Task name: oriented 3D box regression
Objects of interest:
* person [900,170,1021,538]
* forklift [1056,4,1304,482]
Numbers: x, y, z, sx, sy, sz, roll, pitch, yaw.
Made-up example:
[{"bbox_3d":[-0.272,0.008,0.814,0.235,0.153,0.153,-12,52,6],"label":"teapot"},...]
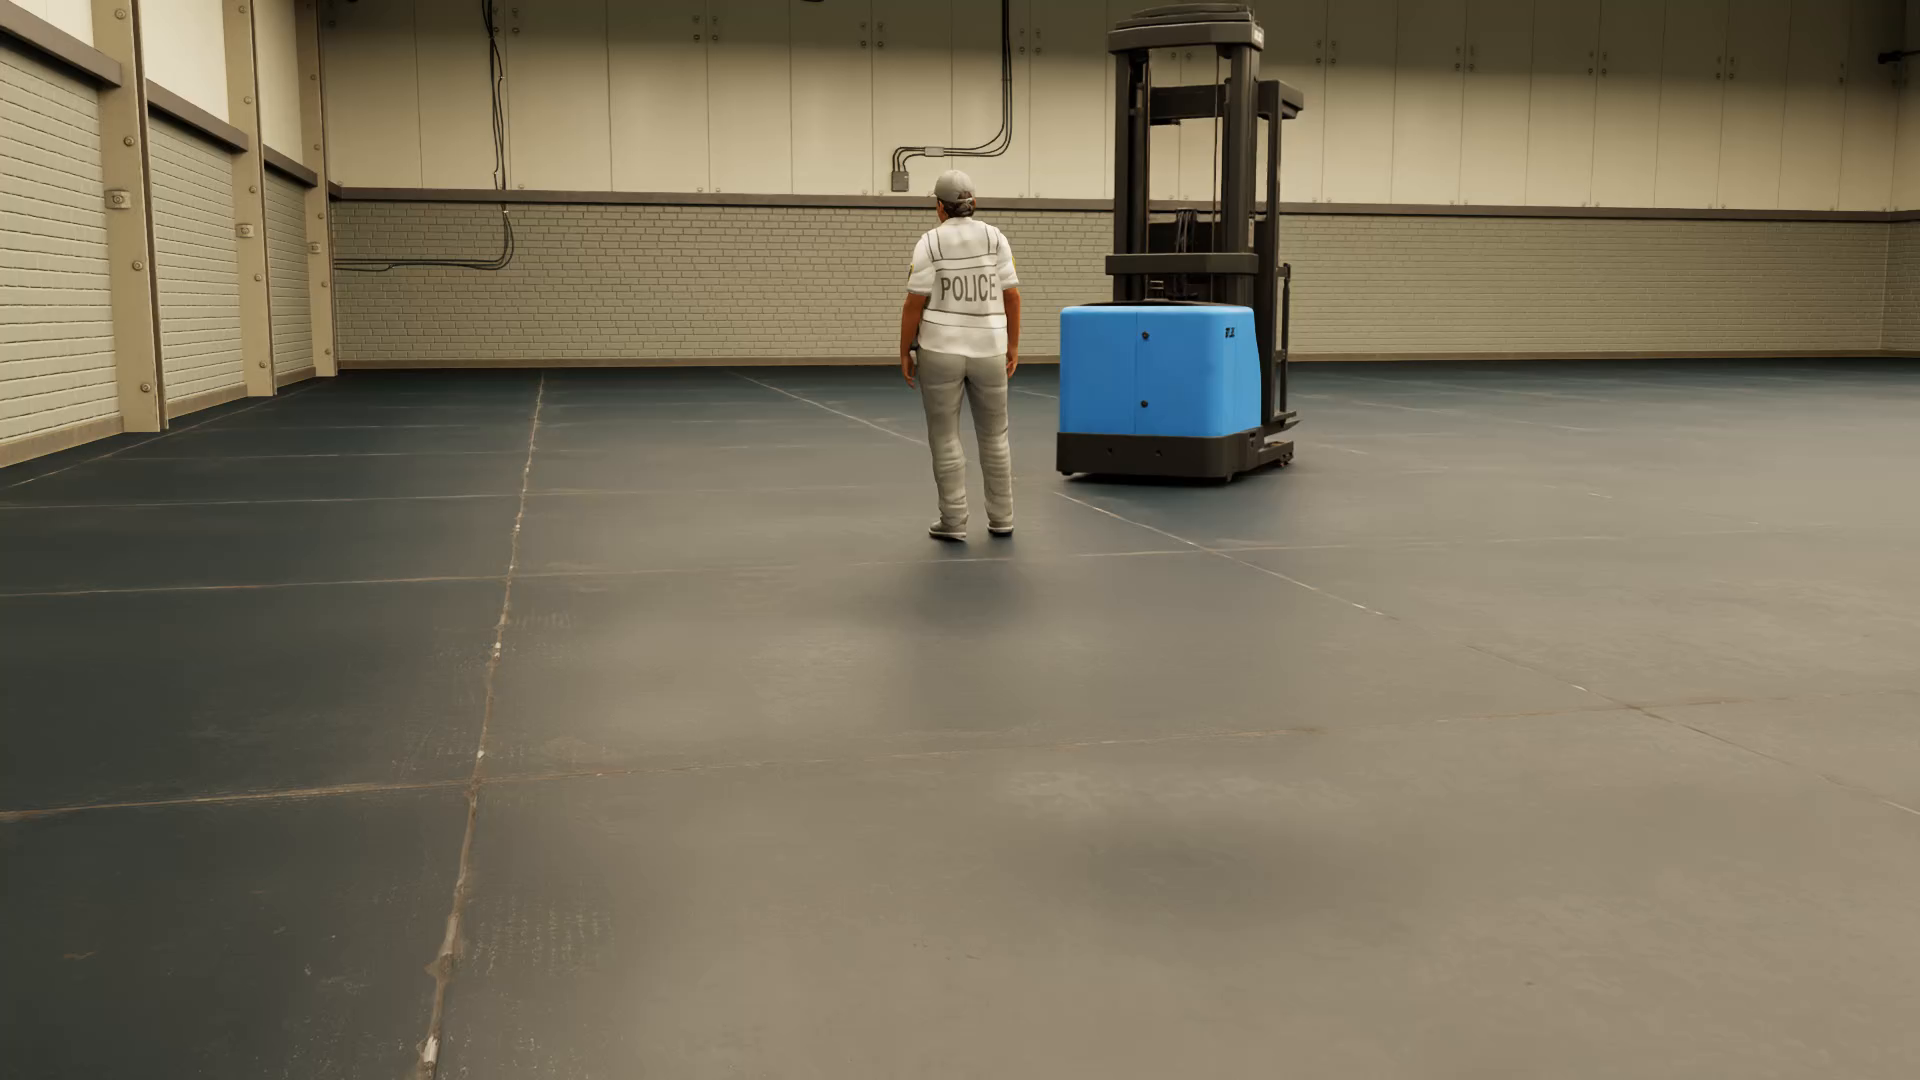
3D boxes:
[{"bbox_3d":[0.004,-0.844,7.669,0.598,1.670,0.529,-2,8,-13],"label":"person"},{"bbox_3d":[1.648,-1.963,11.155,1.130,2.935,3.031,3,9,23],"label":"forklift"}]
